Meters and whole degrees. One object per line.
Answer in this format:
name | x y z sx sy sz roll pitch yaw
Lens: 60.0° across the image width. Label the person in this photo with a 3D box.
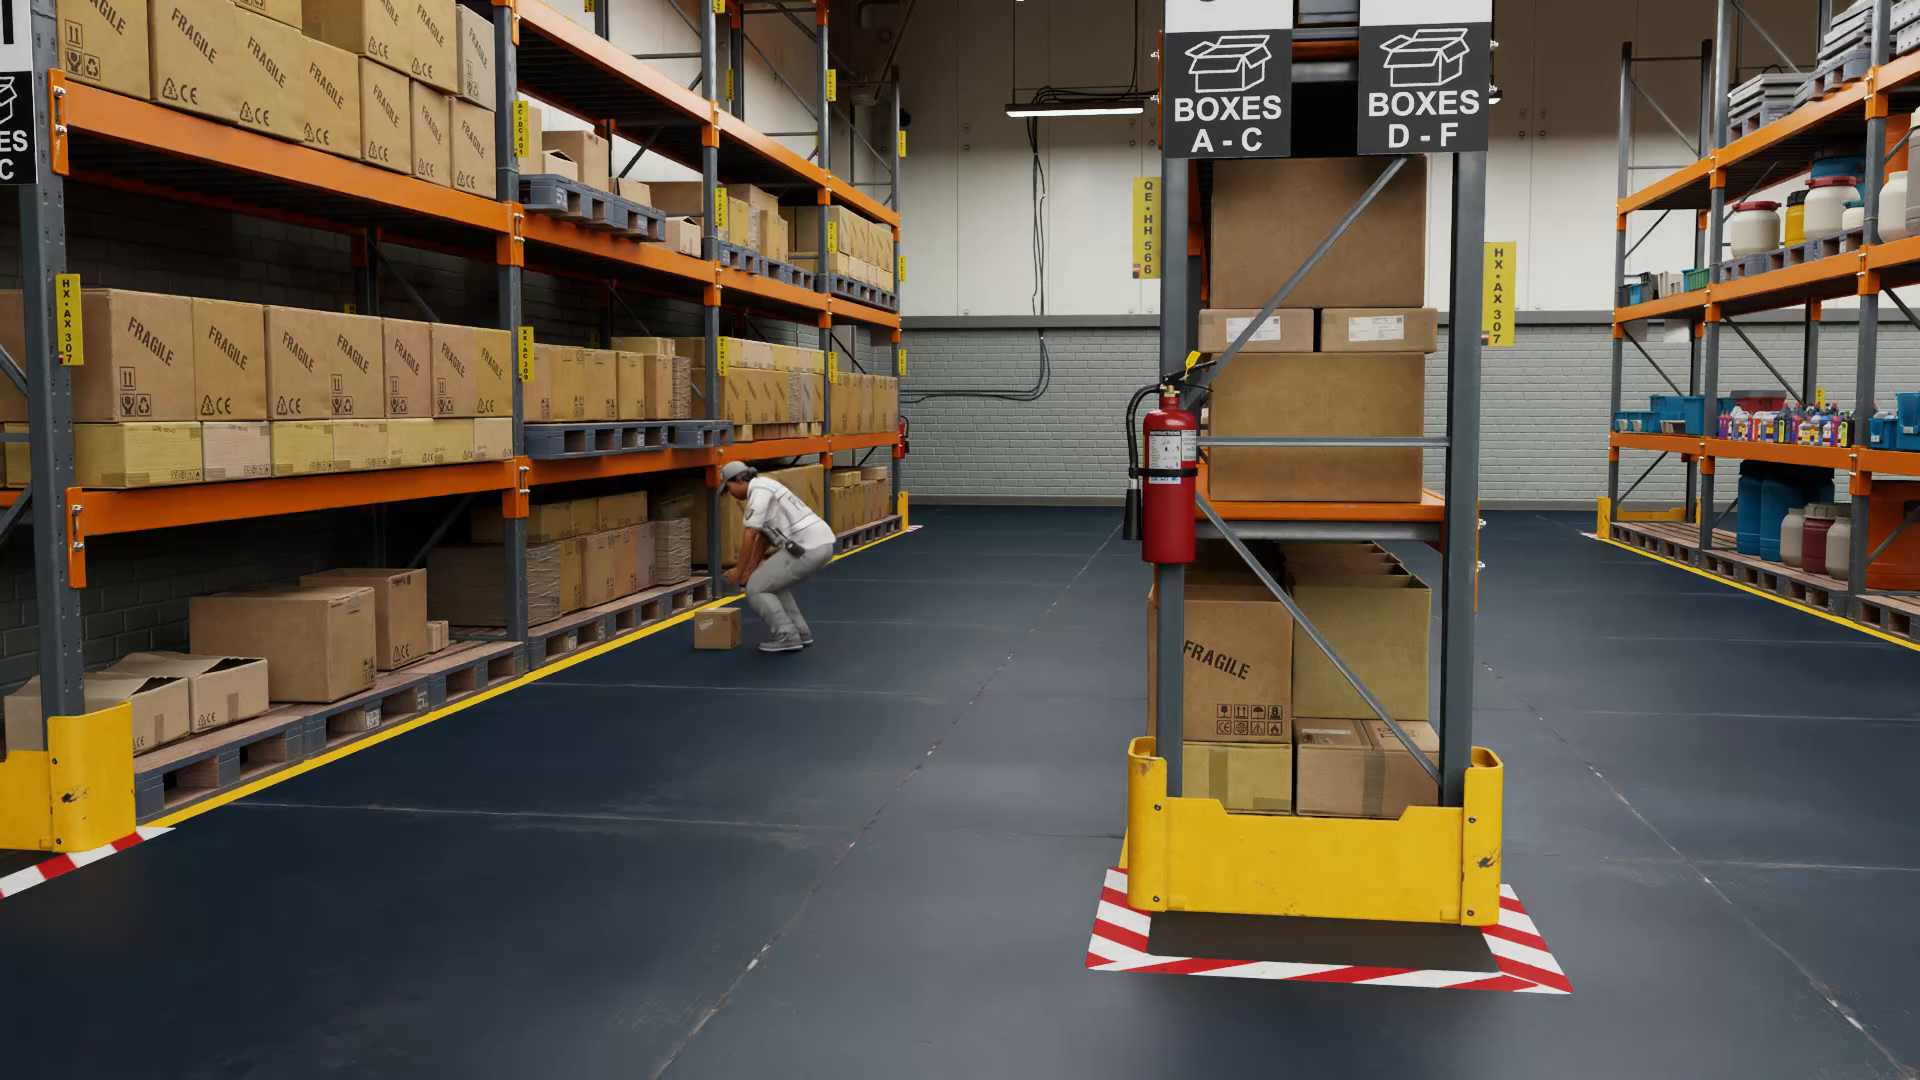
person | -1.240 0.105 11.134 0.786 1.265 0.538 1 5 9
